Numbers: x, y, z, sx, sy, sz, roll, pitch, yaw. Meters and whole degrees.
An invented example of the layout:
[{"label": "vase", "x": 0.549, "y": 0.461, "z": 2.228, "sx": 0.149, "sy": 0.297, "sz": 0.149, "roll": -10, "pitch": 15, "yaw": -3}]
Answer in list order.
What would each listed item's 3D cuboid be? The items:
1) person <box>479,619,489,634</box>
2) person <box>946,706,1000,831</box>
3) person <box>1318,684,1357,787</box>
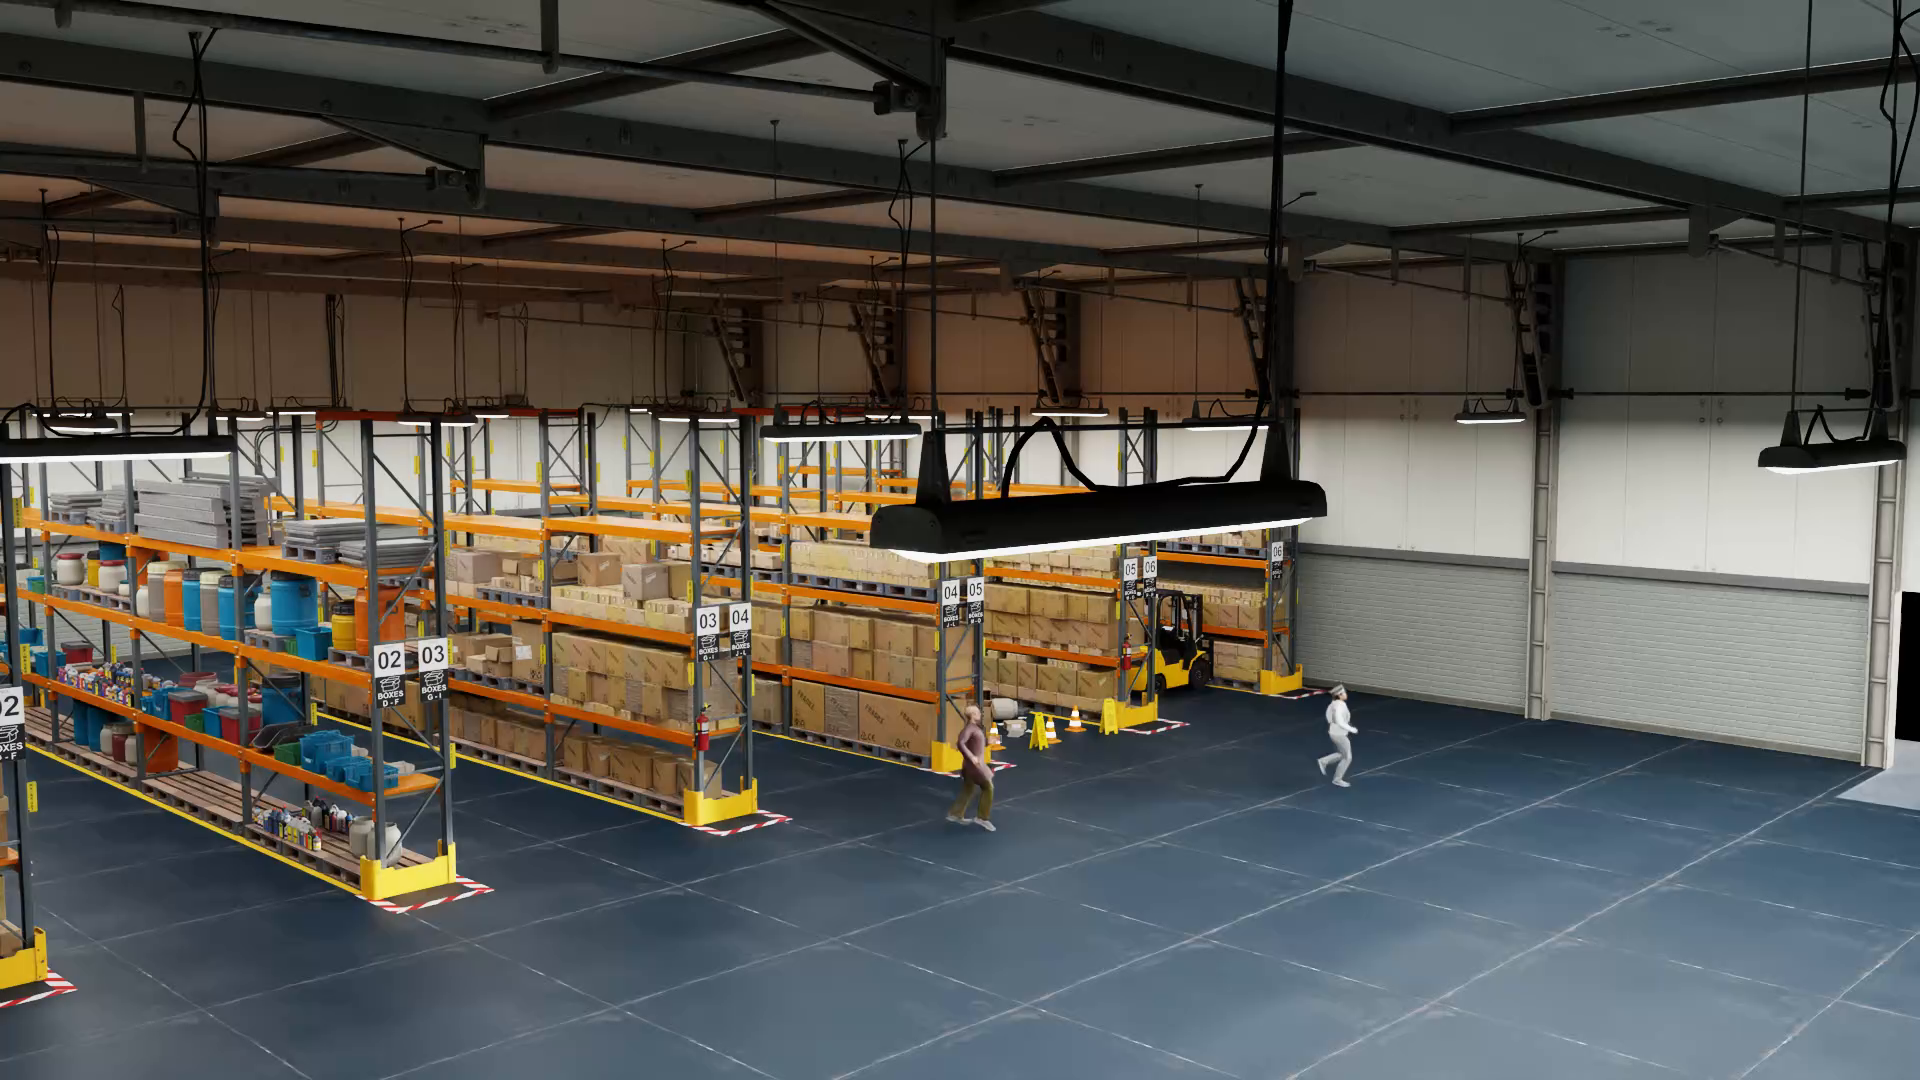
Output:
[{"label": "person", "x": -11.754, "y": 1.911, "z": 40.831, "sx": 0.744, "sy": 1.666, "sz": 0.628, "roll": -4, "pitch": 6, "yaw": -36}, {"label": "person", "x": 0.199, "y": 3.359, "z": 24.128, "sx": 0.799, "sy": 1.758, "sz": 0.686, "roll": -1, "pitch": 5, "yaw": -8}, {"label": "person", "x": 6.093, "y": 3.142, "z": 26.806, "sx": 0.579, "sy": 1.664, "sz": 0.652, "roll": 0, "pitch": 5, "yaw": 1}]
